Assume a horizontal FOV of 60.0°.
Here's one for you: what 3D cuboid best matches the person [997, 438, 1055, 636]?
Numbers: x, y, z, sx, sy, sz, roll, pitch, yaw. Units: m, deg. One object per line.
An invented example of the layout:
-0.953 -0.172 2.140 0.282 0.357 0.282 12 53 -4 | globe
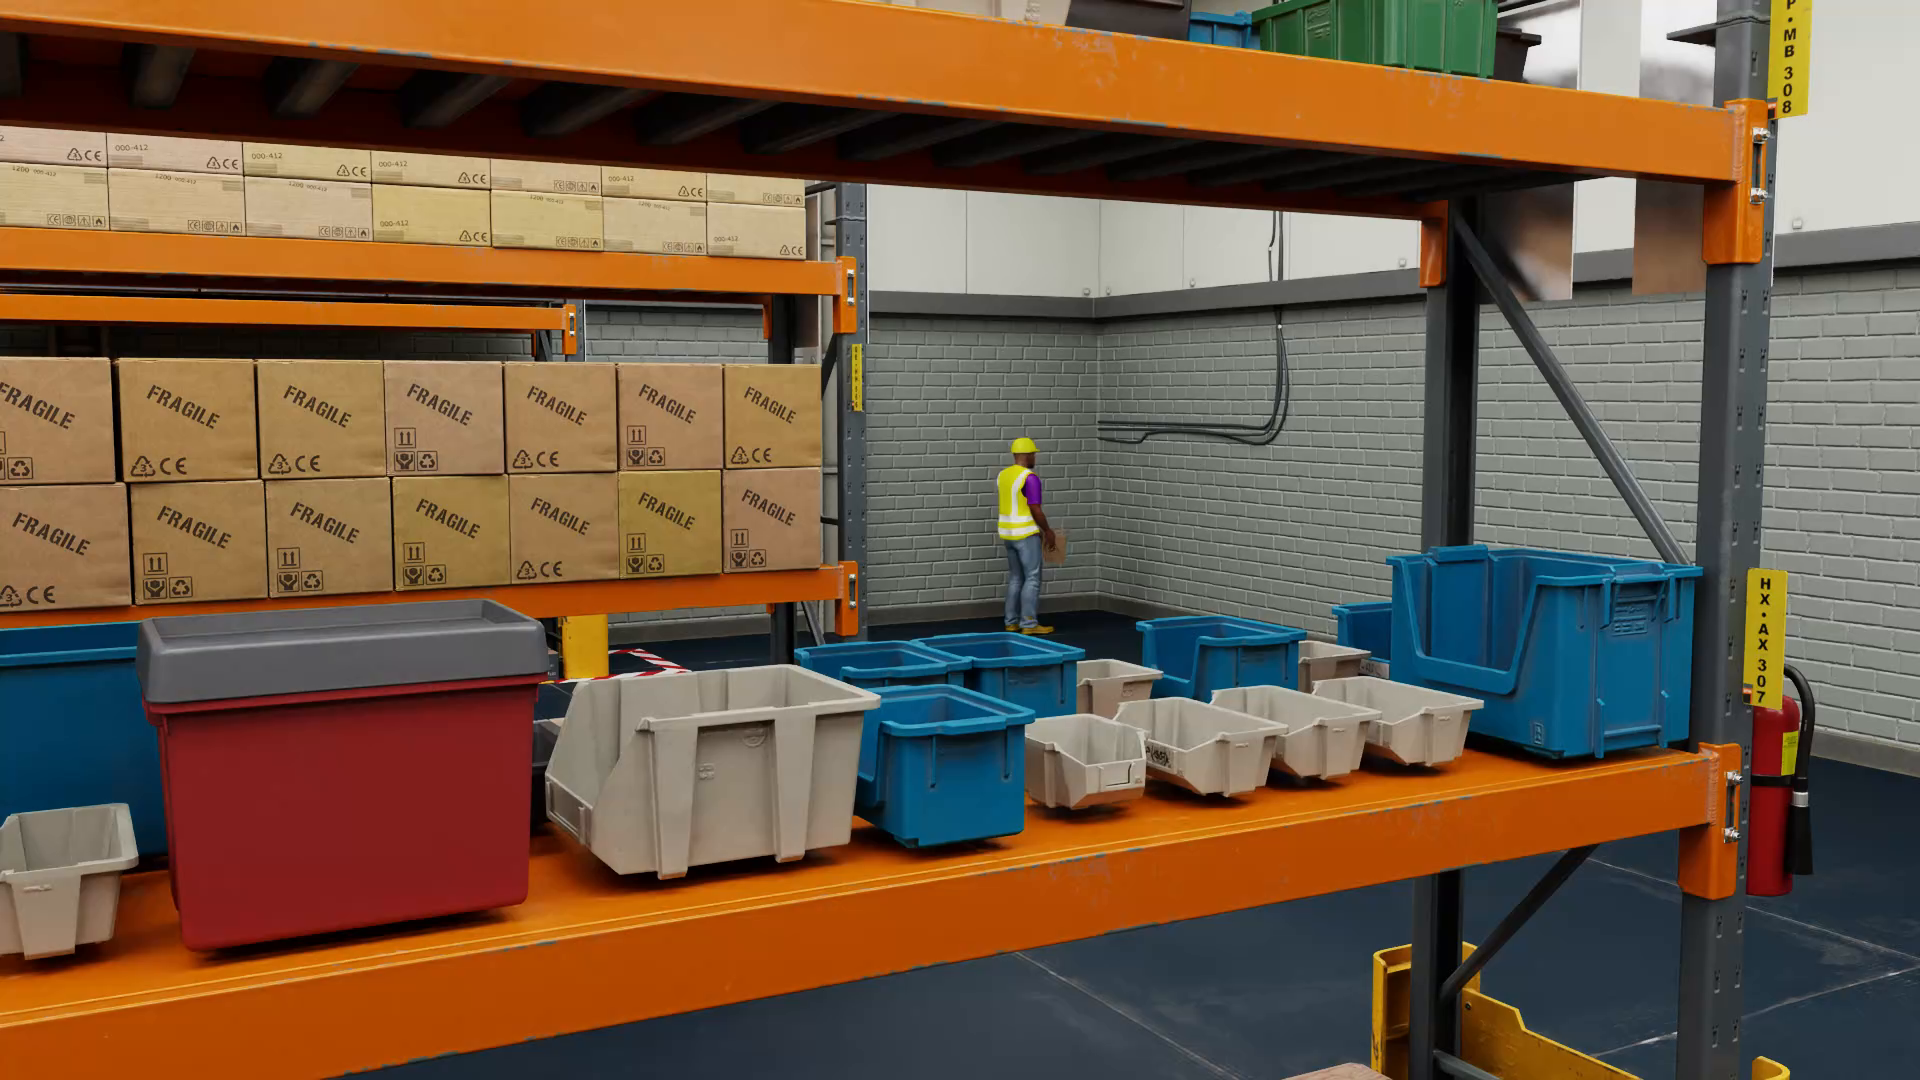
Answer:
0.587 -0.040 15.075 0.458 1.767 0.575 -3 6 -30 | person
